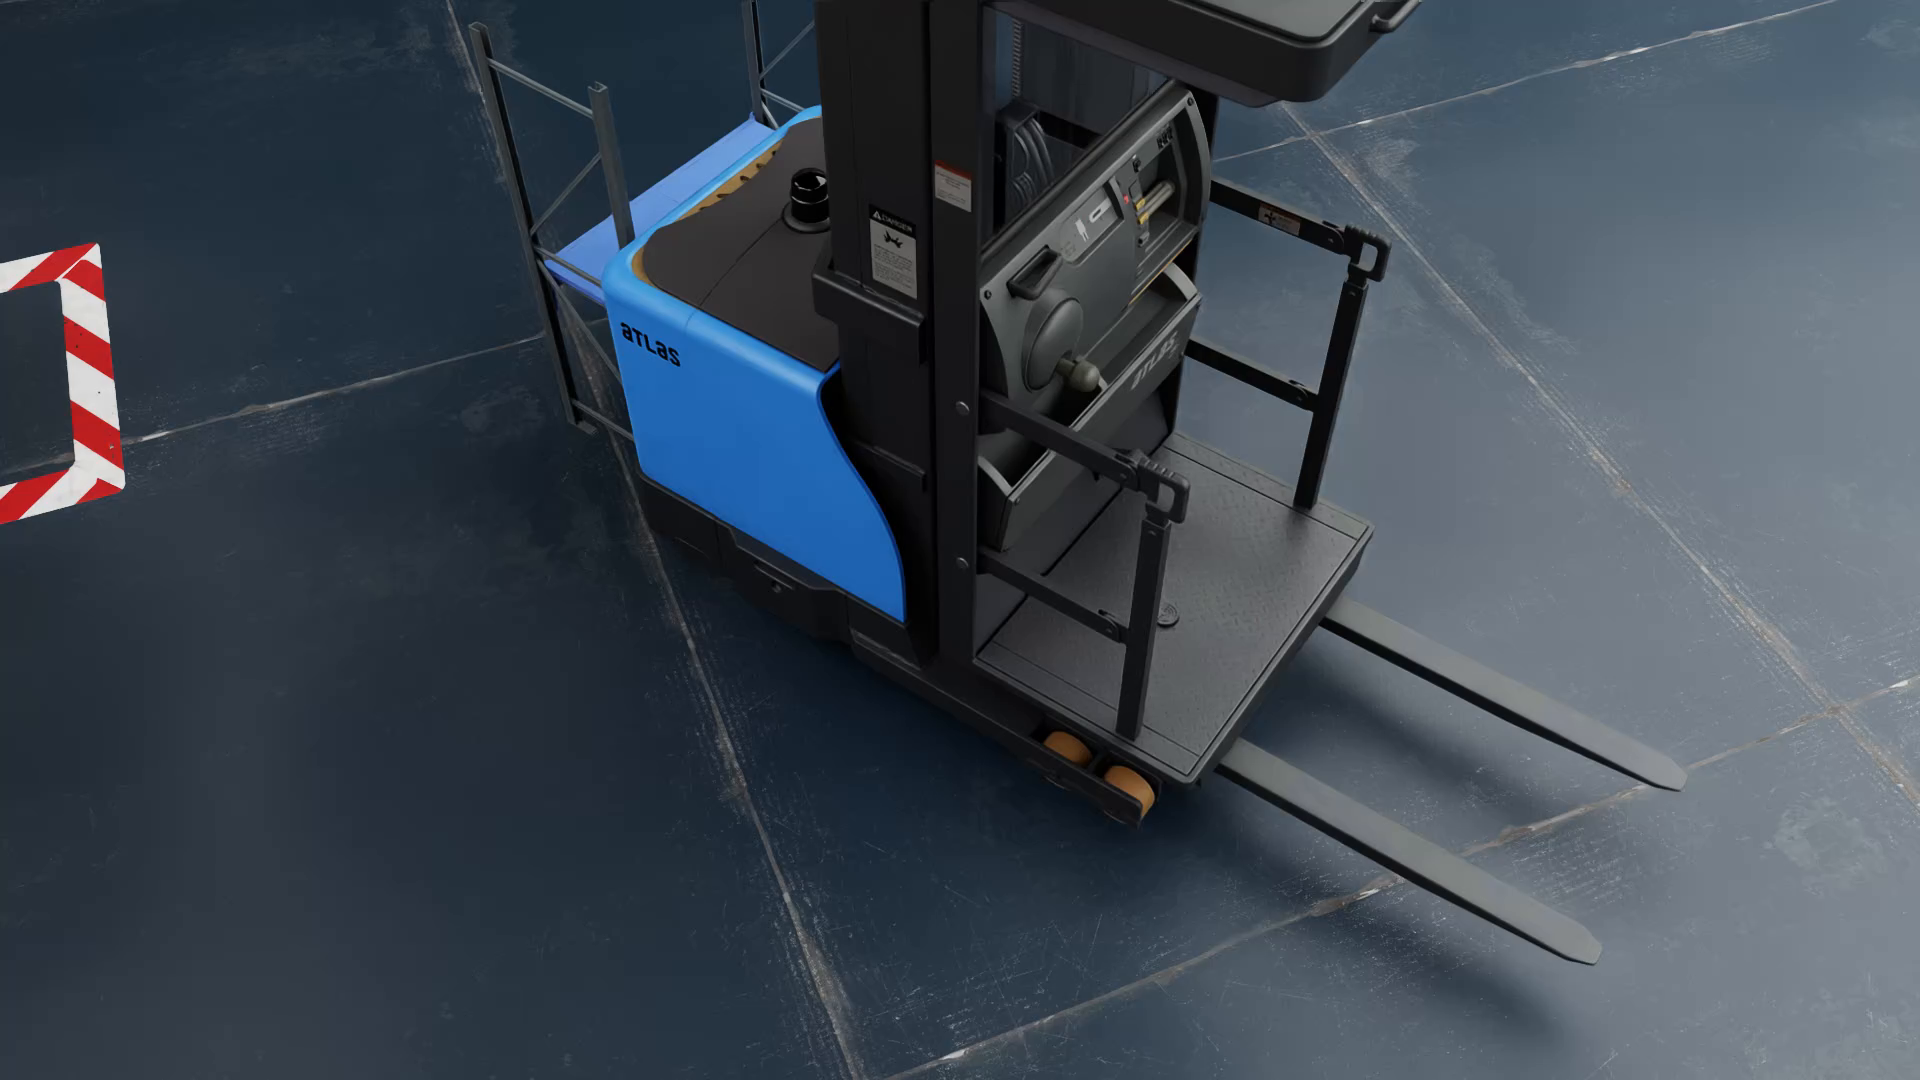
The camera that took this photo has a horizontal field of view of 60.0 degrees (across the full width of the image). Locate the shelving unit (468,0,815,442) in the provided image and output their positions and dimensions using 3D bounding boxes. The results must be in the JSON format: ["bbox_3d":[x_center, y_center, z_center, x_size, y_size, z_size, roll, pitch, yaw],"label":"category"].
[{"bbox_3d":[-0.802,-1.087,5.195,0.538,1.500,1.048,30,56,23],"label":"shelving unit"}]

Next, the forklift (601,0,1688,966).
[{"bbox_3d":[0.508,-0.639,3.867,3.031,2.935,1.130,28,55,22],"label":"forklift"}]

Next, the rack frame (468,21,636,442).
[{"bbox_3d":[-1.112,-0.782,4.932,0.500,1.500,0.032,30,56,23],"label":"rack frame"}]

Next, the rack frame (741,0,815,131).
[{"bbox_3d":[-0.491,-1.392,5.457,0.500,1.500,0.032,30,56,23],"label":"rack frame"}]

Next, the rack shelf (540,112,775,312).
[{"bbox_3d":[-0.802,-0.970,5.331,0.538,0.185,1.000,30,56,23],"label":"rack shelf"}]
